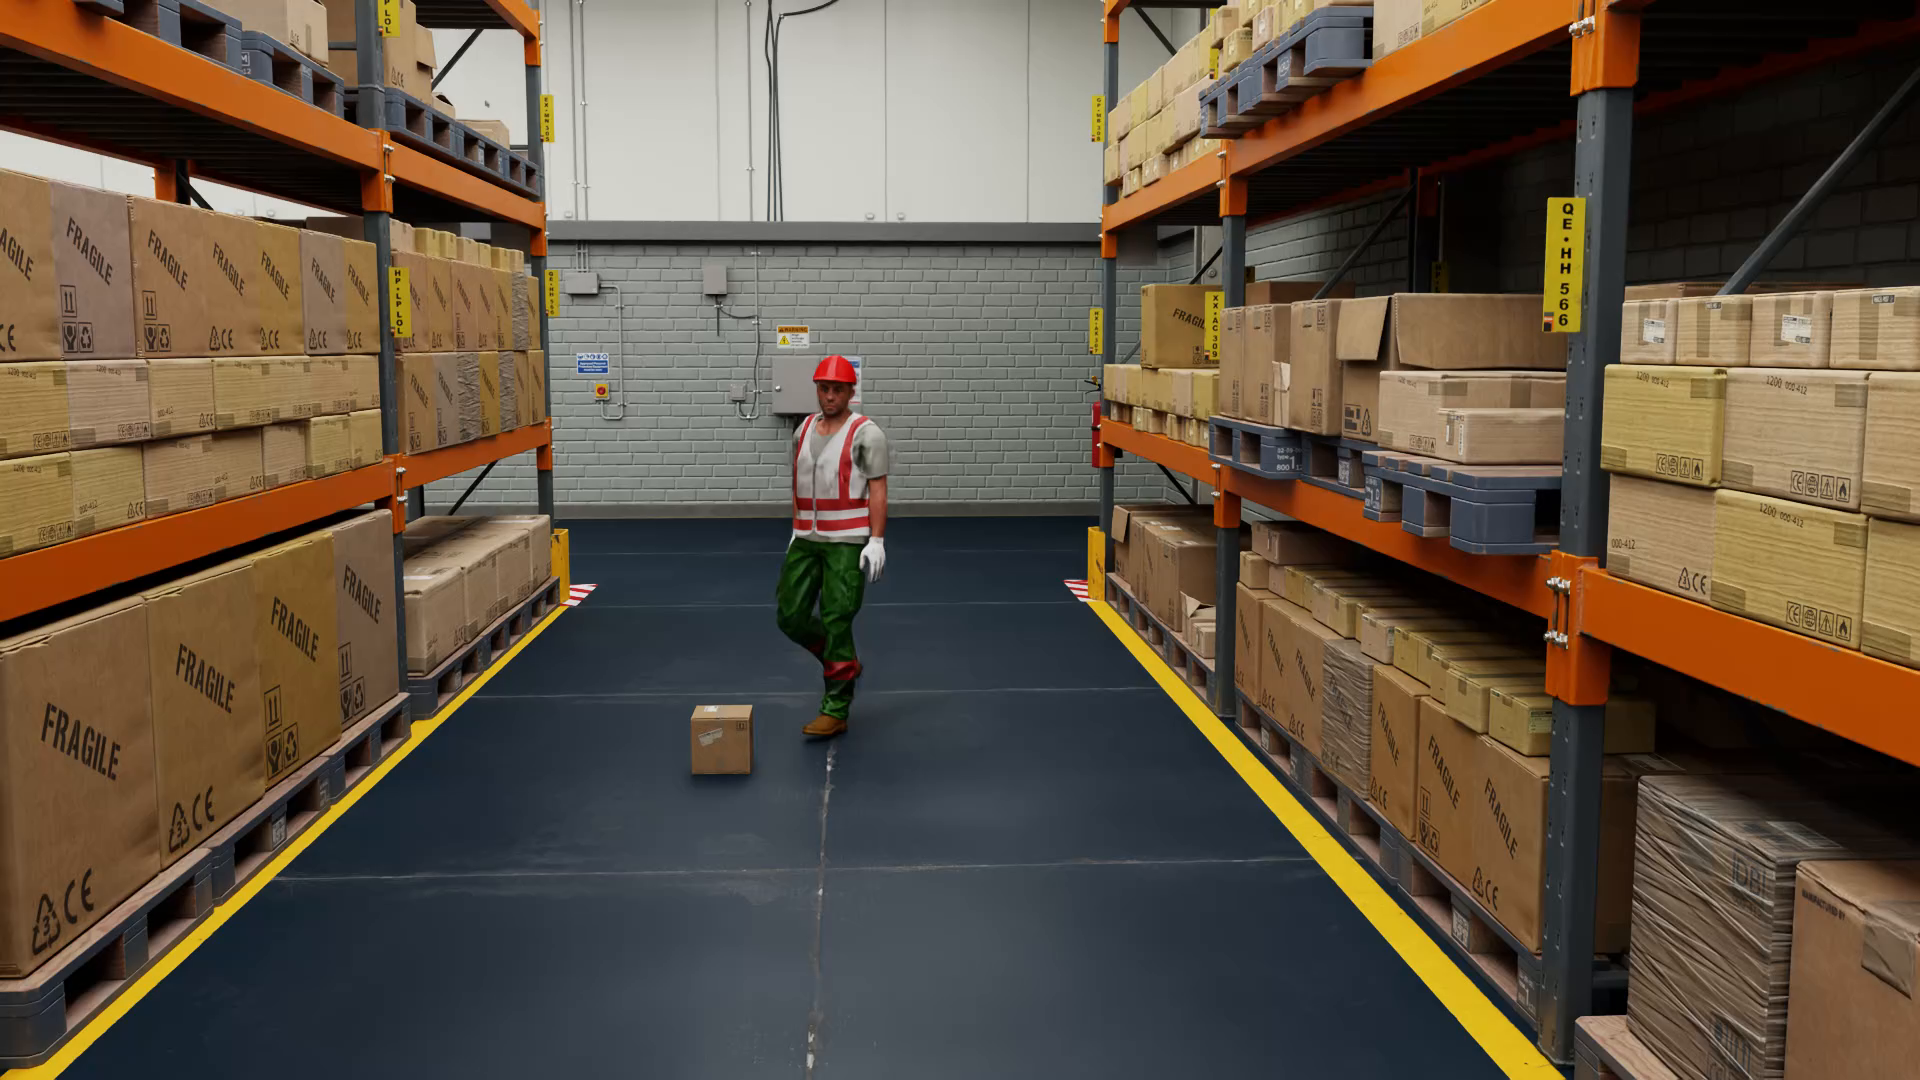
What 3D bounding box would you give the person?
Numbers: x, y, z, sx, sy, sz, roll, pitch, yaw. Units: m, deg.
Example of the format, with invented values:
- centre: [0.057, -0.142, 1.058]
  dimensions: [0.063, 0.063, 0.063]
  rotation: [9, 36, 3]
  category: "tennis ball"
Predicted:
- centre: [-0.601, 0.015, 7.922]
  dimensions: [0.575, 1.785, 0.605]
  rotation: [4, 8, 32]
  category: "person"
